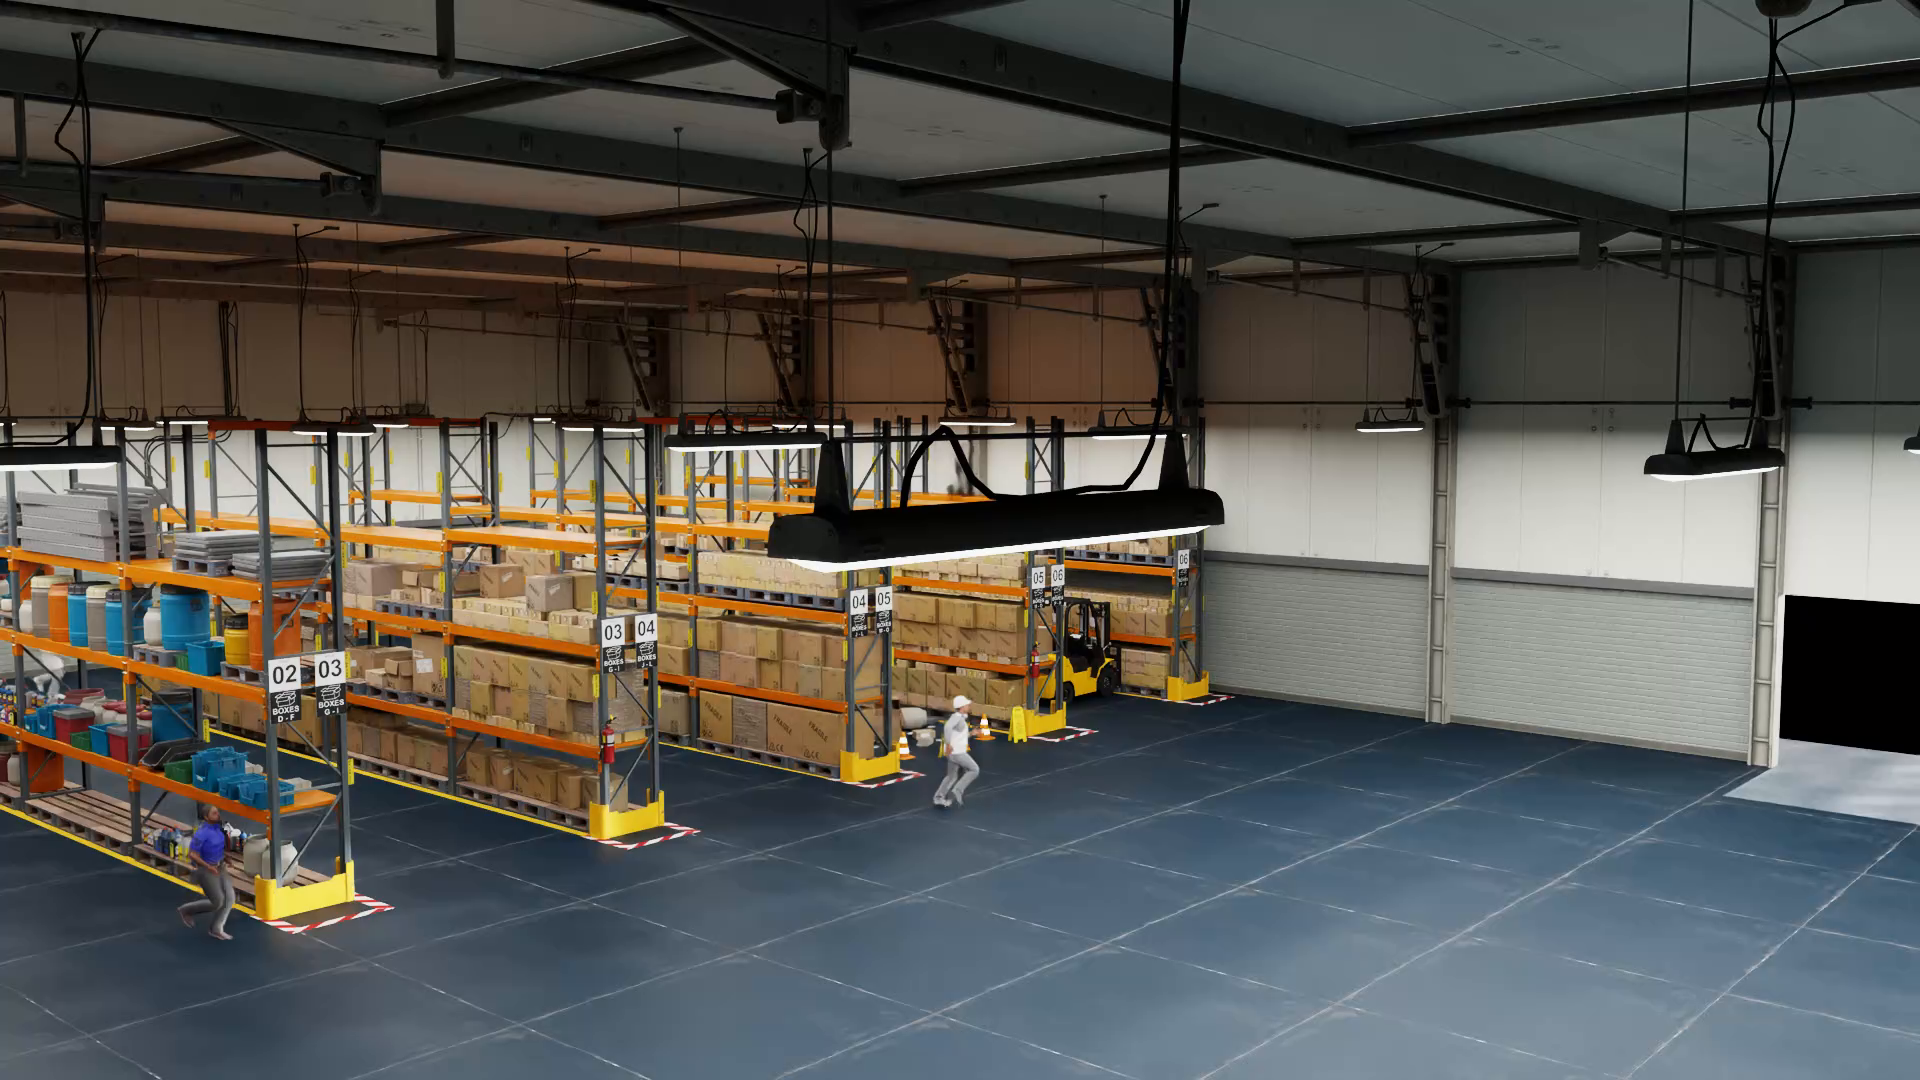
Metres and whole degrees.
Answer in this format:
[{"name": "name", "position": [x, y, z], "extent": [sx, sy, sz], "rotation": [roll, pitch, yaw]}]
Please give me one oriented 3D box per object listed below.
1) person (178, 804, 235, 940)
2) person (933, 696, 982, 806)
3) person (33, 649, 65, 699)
[{"name": "person", "position": [-8.890, 3.918, 19.625], "extent": [0.618, 1.634, 0.586], "rotation": [0, 5, 4]}, {"name": "person", "position": [-0.031, 3.288, 25.904], "extent": [0.783, 1.728, 0.687], "rotation": [-1, 5, -7]}, {"name": "person", "position": [-19.446, 2.573, 35.459], "extent": [0.643, 1.655, 0.712], "rotation": [-2, 5, -19]}]
